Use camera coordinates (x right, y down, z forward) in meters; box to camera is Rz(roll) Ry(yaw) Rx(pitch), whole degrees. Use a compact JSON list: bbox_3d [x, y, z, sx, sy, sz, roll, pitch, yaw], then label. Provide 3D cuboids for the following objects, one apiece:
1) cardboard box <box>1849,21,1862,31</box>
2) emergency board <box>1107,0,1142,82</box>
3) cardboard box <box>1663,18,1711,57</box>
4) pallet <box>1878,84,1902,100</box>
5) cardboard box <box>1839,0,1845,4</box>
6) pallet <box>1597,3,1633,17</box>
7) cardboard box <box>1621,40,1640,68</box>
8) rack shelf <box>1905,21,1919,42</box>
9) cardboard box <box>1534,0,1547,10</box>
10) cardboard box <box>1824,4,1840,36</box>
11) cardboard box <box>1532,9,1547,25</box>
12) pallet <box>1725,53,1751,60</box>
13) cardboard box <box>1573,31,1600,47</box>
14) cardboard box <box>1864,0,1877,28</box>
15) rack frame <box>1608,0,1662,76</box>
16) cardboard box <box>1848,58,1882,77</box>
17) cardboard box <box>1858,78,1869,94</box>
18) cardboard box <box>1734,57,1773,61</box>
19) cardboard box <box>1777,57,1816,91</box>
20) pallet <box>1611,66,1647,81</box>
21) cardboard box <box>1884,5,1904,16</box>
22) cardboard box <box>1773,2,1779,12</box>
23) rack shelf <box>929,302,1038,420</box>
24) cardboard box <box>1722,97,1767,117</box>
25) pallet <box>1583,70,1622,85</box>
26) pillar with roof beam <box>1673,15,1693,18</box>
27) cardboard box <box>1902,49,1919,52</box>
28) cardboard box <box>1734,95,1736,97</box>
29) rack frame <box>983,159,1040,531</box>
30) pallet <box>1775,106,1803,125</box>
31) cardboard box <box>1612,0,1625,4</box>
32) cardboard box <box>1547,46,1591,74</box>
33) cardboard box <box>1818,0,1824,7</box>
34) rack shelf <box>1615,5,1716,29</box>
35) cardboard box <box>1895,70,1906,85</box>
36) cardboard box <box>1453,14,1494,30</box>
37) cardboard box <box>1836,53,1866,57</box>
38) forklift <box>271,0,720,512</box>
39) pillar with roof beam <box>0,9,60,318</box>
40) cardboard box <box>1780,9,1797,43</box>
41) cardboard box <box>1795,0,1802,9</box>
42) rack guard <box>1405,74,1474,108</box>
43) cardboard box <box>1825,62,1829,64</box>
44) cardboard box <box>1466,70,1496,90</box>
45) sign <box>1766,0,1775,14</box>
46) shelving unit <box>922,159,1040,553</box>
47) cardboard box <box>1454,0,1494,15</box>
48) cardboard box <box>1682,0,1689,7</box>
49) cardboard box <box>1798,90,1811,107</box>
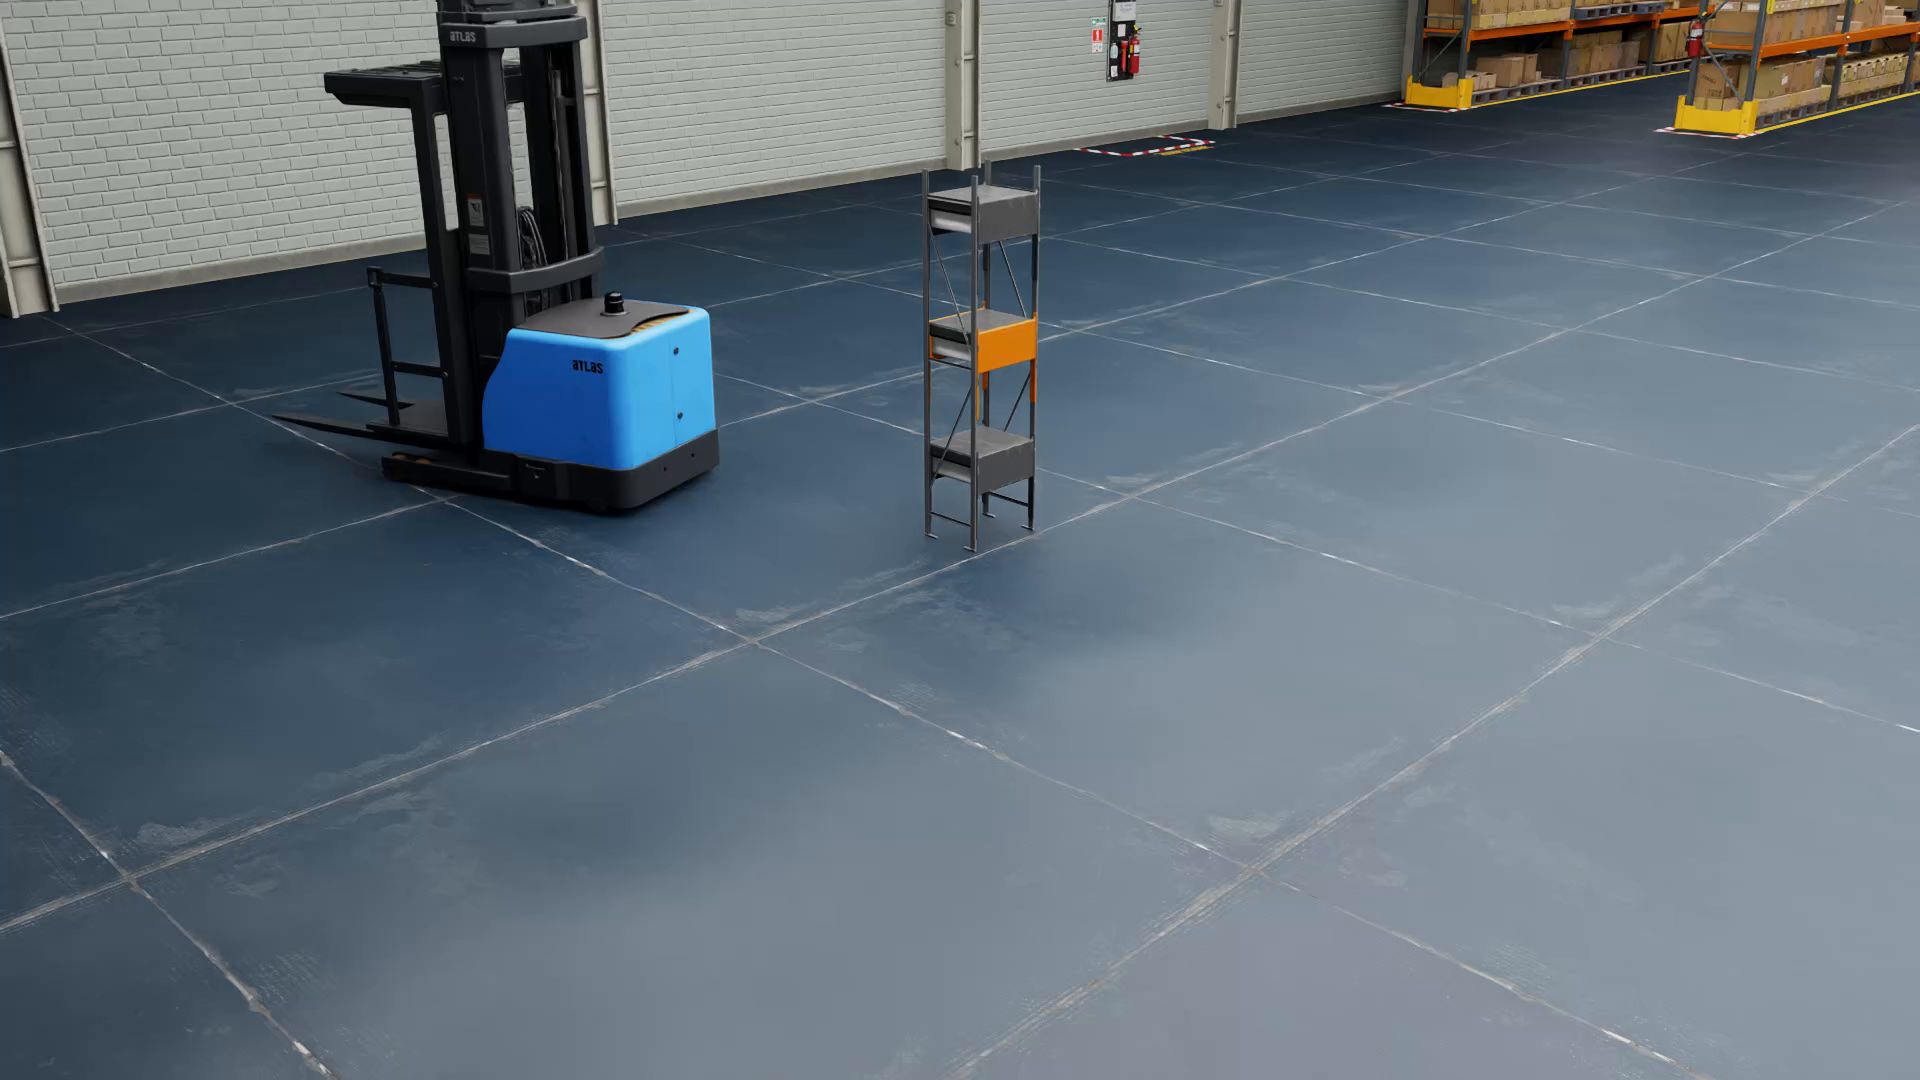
[{"bbox_3d":[15.656,-9.066,29.330,0.380,0.149,0.250,19,28,41],"label":"cardboard box"},{"bbox_3d":[2.481,-7.445,24.765,0.194,1.169,0.643,19,28,41],"label":"emergency board"},{"bbox_3d":[15.942,-11.065,36.594,0.750,0.750,0.750,-19,28,-40],"label":"cardboard box"},{"bbox_3d":[17.079,-8.531,31.476,1.003,0.211,1.213,19,28,41],"label":"pallet"},{"bbox_3d":[14.855,-9.232,28.370,0.380,0.149,0.250,19,28,41],"label":"cardboard box"},{"bbox_3d":[12.778,-10.665,33.408,1.003,0.211,1.213,19,28,41],"label":"pallet"},{"bbox_3d":[13.665,-10.114,34.578,0.500,0.500,0.700,-20,29,-41],"label":"cardboard box"},{"bbox_3d":[19.077,-10.213,32.967,1.077,0.370,4.000,19,28,41],"label":"rack shelf"},{"bbox_3d":[10.528,-10.079,30.753,0.500,0.500,0.500,18,28,39],"label":"cardboard box"},{"bbox_3d":[14.586,-8.937,28.507,0.700,0.500,0.500,18,28,39],"label":"cardboard box"},{"bbox_3d":[10.533,-9.728,30.884,0.500,0.250,0.500,19,28,40],"label":"cardboard box"},{"bbox_3d":[17.507,-11.176,38.357,1.003,0.211,1.213,19,28,41],"label":"pallet"},{"bbox_3d":[12.506,-10.076,33.434,0.500,0.250,0.500,18,28,39],"label":"cardboard box"},{"bbox_3d":[16.156,-9.511,29.998,0.500,0.500,0.500,19,28,41],"label":"cardboard box"},{"bbox_3d":[14.130,-11.273,34.724,1.000,3.000,0.127,19,28,41],"label":"rack frame"},{"bbox_3d":[16.430,-8.620,30.286,0.500,0.311,0.500,-19,28,-41],"label":"cardboard box"},{"bbox_3d":[16.067,-8.226,30.041,0.500,0.250,0.500,18,28,39],"label":"cardboard box"},{"bbox_3d":[13.299,-7.842,27.998,0.500,0.500,0.500,19,28,41],"label":"cardboard box"},{"bbox_3d":[14.021,-7.840,27.993,0.500,0.500,0.500,19,28,41],"label":"cardboard box"},{"bbox_3d":[13.584,-9.771,34.703,1.003,0.211,1.213,19,28,41],"label":"pallet"},{"bbox_3d":[17.397,-9.910,31.302,0.500,0.311,0.500,-18,27,-39],"label":"cardboard box"},{"bbox_3d":[12.711,-8.443,26.317,0.380,0.149,0.250,18,28,39],"label":"cardboard box"},{"bbox_3d":[0.115,-1.010,9.313,0.431,0.518,0.480,19,28,41],"label":"rack shelf"},{"bbox_3d":[12.634,-6.973,26.782,0.500,0.250,0.500,19,28,41],"label":"cardboard box"},{"bbox_3d":[12.733,-9.459,33.891,1.003,0.211,1.213,19,28,41],"label":"pallet"},{"bbox_3d":[19.873,-14.421,34.551,9.100,9.000,0.400,19,28,41],"label":"pillar with roof beam"},{"bbox_3d":[18.565,-9.255,32.343,0.500,0.500,0.500,18,27,39],"label":"cardboard box"},{"bbox_3d":[12.603,-7.234,27.462,0.500,0.250,0.500,19,28,41],"label":"cardboard box"},{"bbox_3d":[0.286,-1.085,9.472,0.400,2.100,0.015,19,28,41],"label":"rack frame"},{"bbox_3d":[13.455,-7.196,28.002,1.003,0.211,1.213,19,28,41],"label":"pallet"},{"bbox_3d":[12.956,-11.076,33.459,0.700,0.500,0.500,19,28,41],"label":"cardboard box"},{"bbox_3d":[12.166,-9.623,33.300,0.700,0.500,0.500,19,28,40],"label":"cardboard box"},{"bbox_3d":[14.144,-8.971,27.691,0.380,0.149,0.250,19,28,40],"label":"cardboard box"},{"bbox_3d":[15.525,-11.452,36.191,1.077,0.370,4.000,19,28,41],"label":"rack shelf"},{"bbox_3d":[17.489,-8.751,31.408,0.500,0.250,0.500,-19,28,-41],"label":"cardboard box"},{"bbox_3d":[9.117,-9.202,29.517,0.500,0.250,0.500,18,28,39],"label":"cardboard box"},{"bbox_3d":[16.746,-9.011,31.302,0.500,0.311,0.500,18,28,39],"label":"cardboard box"},{"bbox_3d":[-3.100,-1.874,10.365,3.031,2.935,1.130,10,23,23],"label":"forklift"},{"bbox_3d":[-5.240,-5.167,10.475,9.100,9.000,0.400,19,28,41],"label":"pillar with roof beam"},{"bbox_3d":[13.149,-8.404,27.119,0.700,0.500,0.500,19,28,41],"label":"cardboard box"},{"bbox_3d":[13.426,-8.706,27.001,0.380,0.149,0.250,19,28,40],"label":"cardboard box"},{"bbox_3d":[8.602,-8.070,29.873,1.175,0.500,0.348,19,28,41],"label":"rack guard"},{"bbox_3d":[15.327,-8.492,29.953,0.500,0.311,0.500,-19,28,-41],"label":"cardboard box"},{"bbox_3d":[9.494,-8.469,30.563,0.500,0.311,0.500,-17,27,-38],"label":"cardboard box"},{"bbox_3d":[12.494,-8.279,25.616,0.100,0.325,0.005,19,28,41],"label":"sign"},{"bbox_3d":[0.115,-1.023,9.309,0.431,2.100,0.503,19,28,41],"label":"shelving unit"},{"bbox_3d":[9.097,-9.554,29.386,0.500,0.500,0.500,19,28,41],"label":"cardboard box"},{"bbox_3d":[15.403,-11.530,35.714,0.250,0.149,0.380,-20,28,-41],"label":"cardboard box"},{"bbox_3d":[14.030,-7.487,28.119,0.500,0.250,0.500,19,28,41],"label":"cardboard box"}]
